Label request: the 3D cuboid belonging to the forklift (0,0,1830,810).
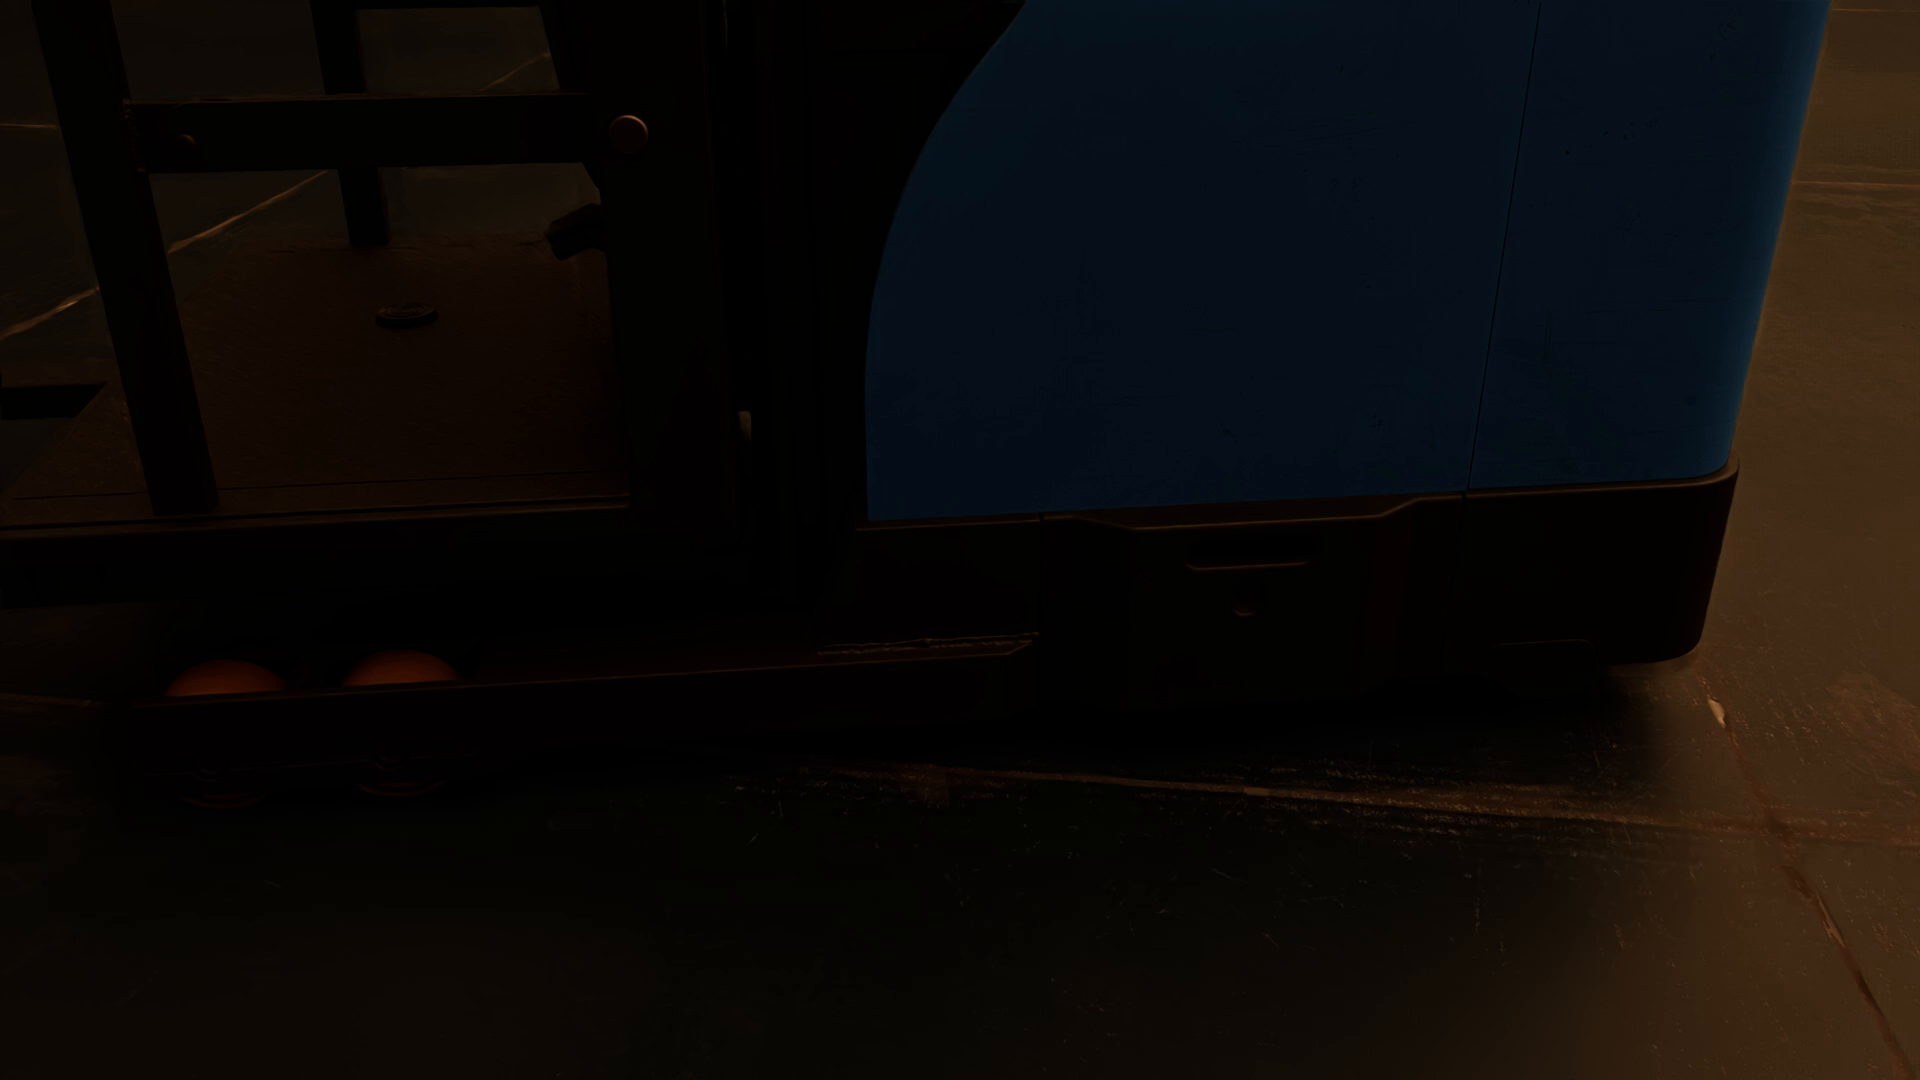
[{"bbox_3d":[-0.613,-1.256,1.734,3.031,2.935,1.130,-3,27,-6],"label":"forklift"}]
